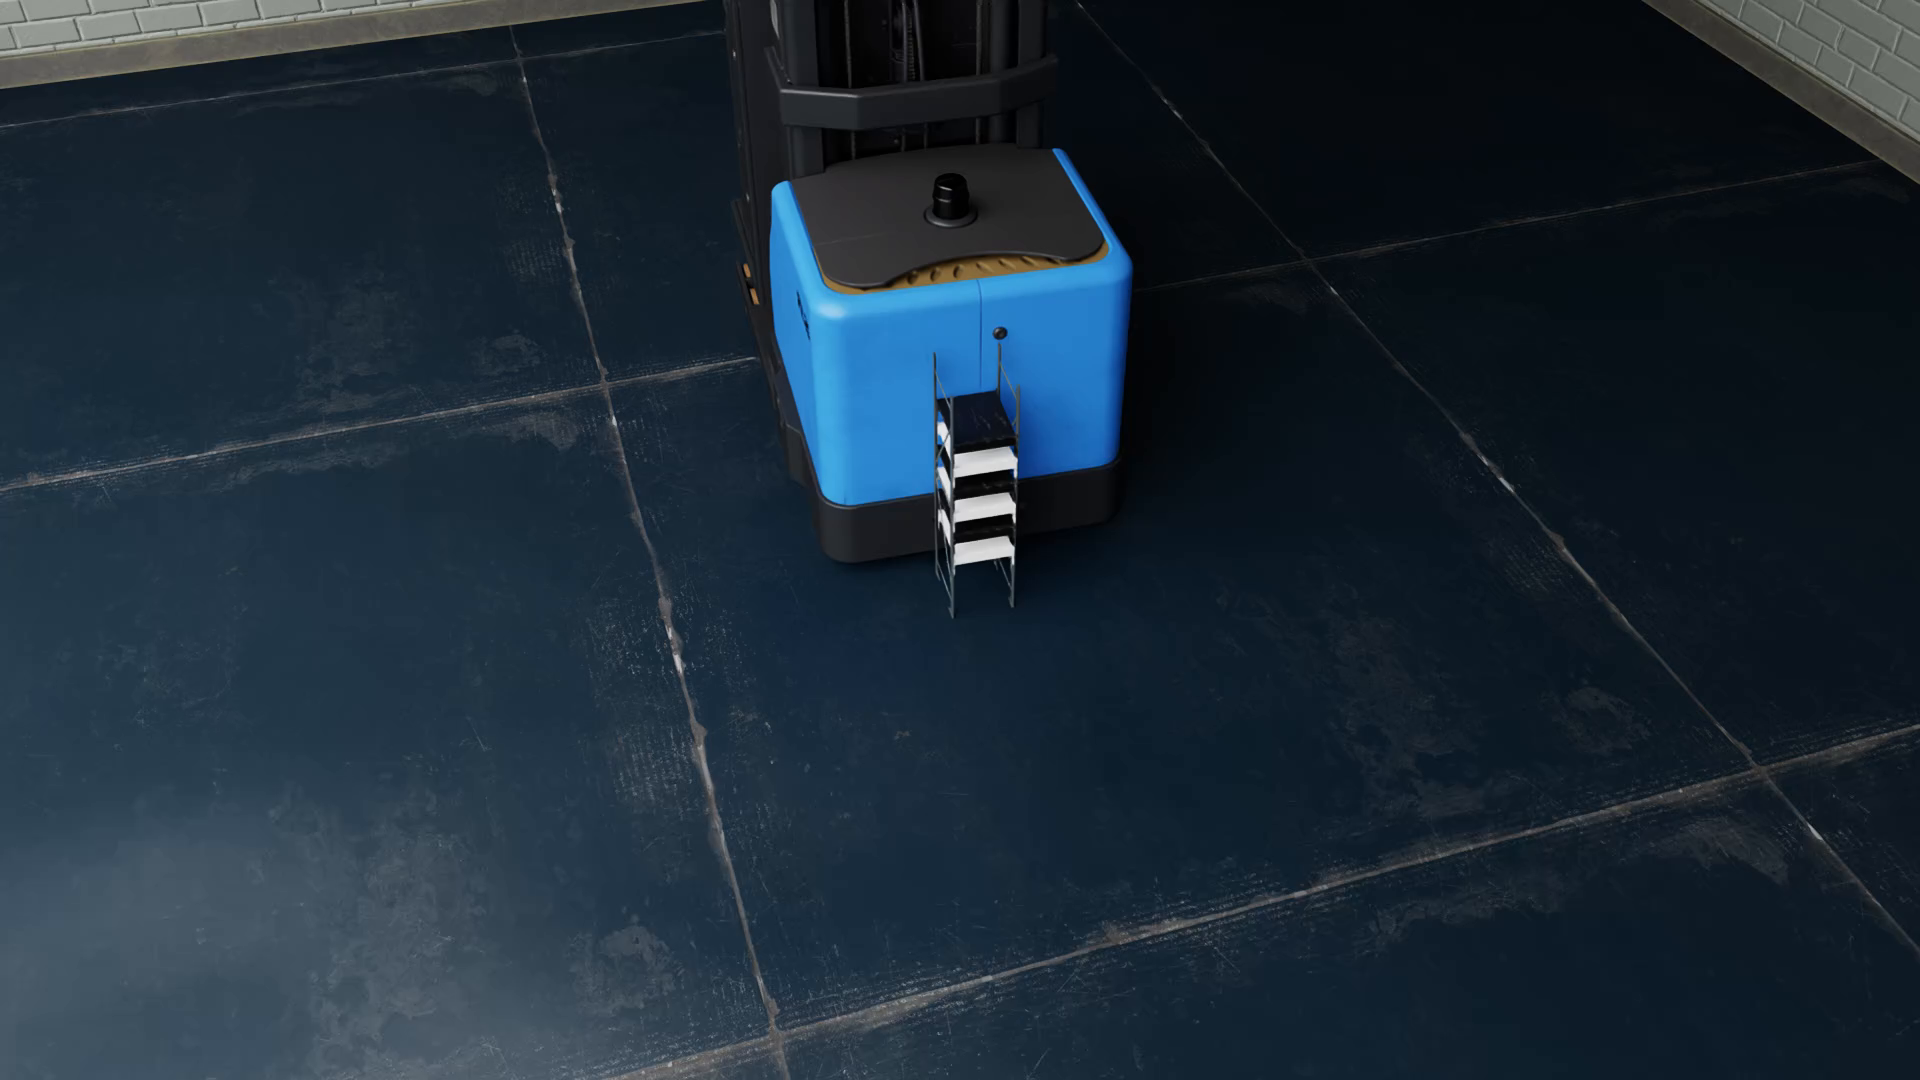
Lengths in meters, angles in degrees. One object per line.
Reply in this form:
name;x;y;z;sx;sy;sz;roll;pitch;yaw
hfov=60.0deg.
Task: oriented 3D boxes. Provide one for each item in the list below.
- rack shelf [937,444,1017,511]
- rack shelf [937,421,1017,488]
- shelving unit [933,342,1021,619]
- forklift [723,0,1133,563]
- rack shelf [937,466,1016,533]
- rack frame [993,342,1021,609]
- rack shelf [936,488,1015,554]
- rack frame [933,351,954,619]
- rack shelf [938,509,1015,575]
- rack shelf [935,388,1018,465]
rack shelf;0.048;-0.214;5.225;0.200;0.077;0.258;-9;42;-10
rack shelf;0.048;-0.282;5.165;0.200;0.077;0.258;-9;42;-10
shelving unit;0.048;-0.172;5.262;0.210;0.900;0.258;-9;42;-10
forklift;-0.298;-2.008;5.820;1.130;2.935;3.031;-9;42;-10
rack shelf;0.048;-0.147;5.284;0.200;0.077;0.258;-9;42;-10
rack frame;0.146;-0.188;5.280;0.006;0.900;0.240;-9;42;-10
rack shelf;0.047;-0.079;5.343;0.200;0.077;0.258;-9;42;-10
rack frame;-0.051;-0.156;5.243;0.006;0.900;0.240;-9;42;-10
rack shelf;0.047;-0.012;5.403;0.200;0.077;0.258;-9;42;-10
rack shelf;0.048;-0.350;5.106;0.200;0.077;0.258;-9;42;-10
